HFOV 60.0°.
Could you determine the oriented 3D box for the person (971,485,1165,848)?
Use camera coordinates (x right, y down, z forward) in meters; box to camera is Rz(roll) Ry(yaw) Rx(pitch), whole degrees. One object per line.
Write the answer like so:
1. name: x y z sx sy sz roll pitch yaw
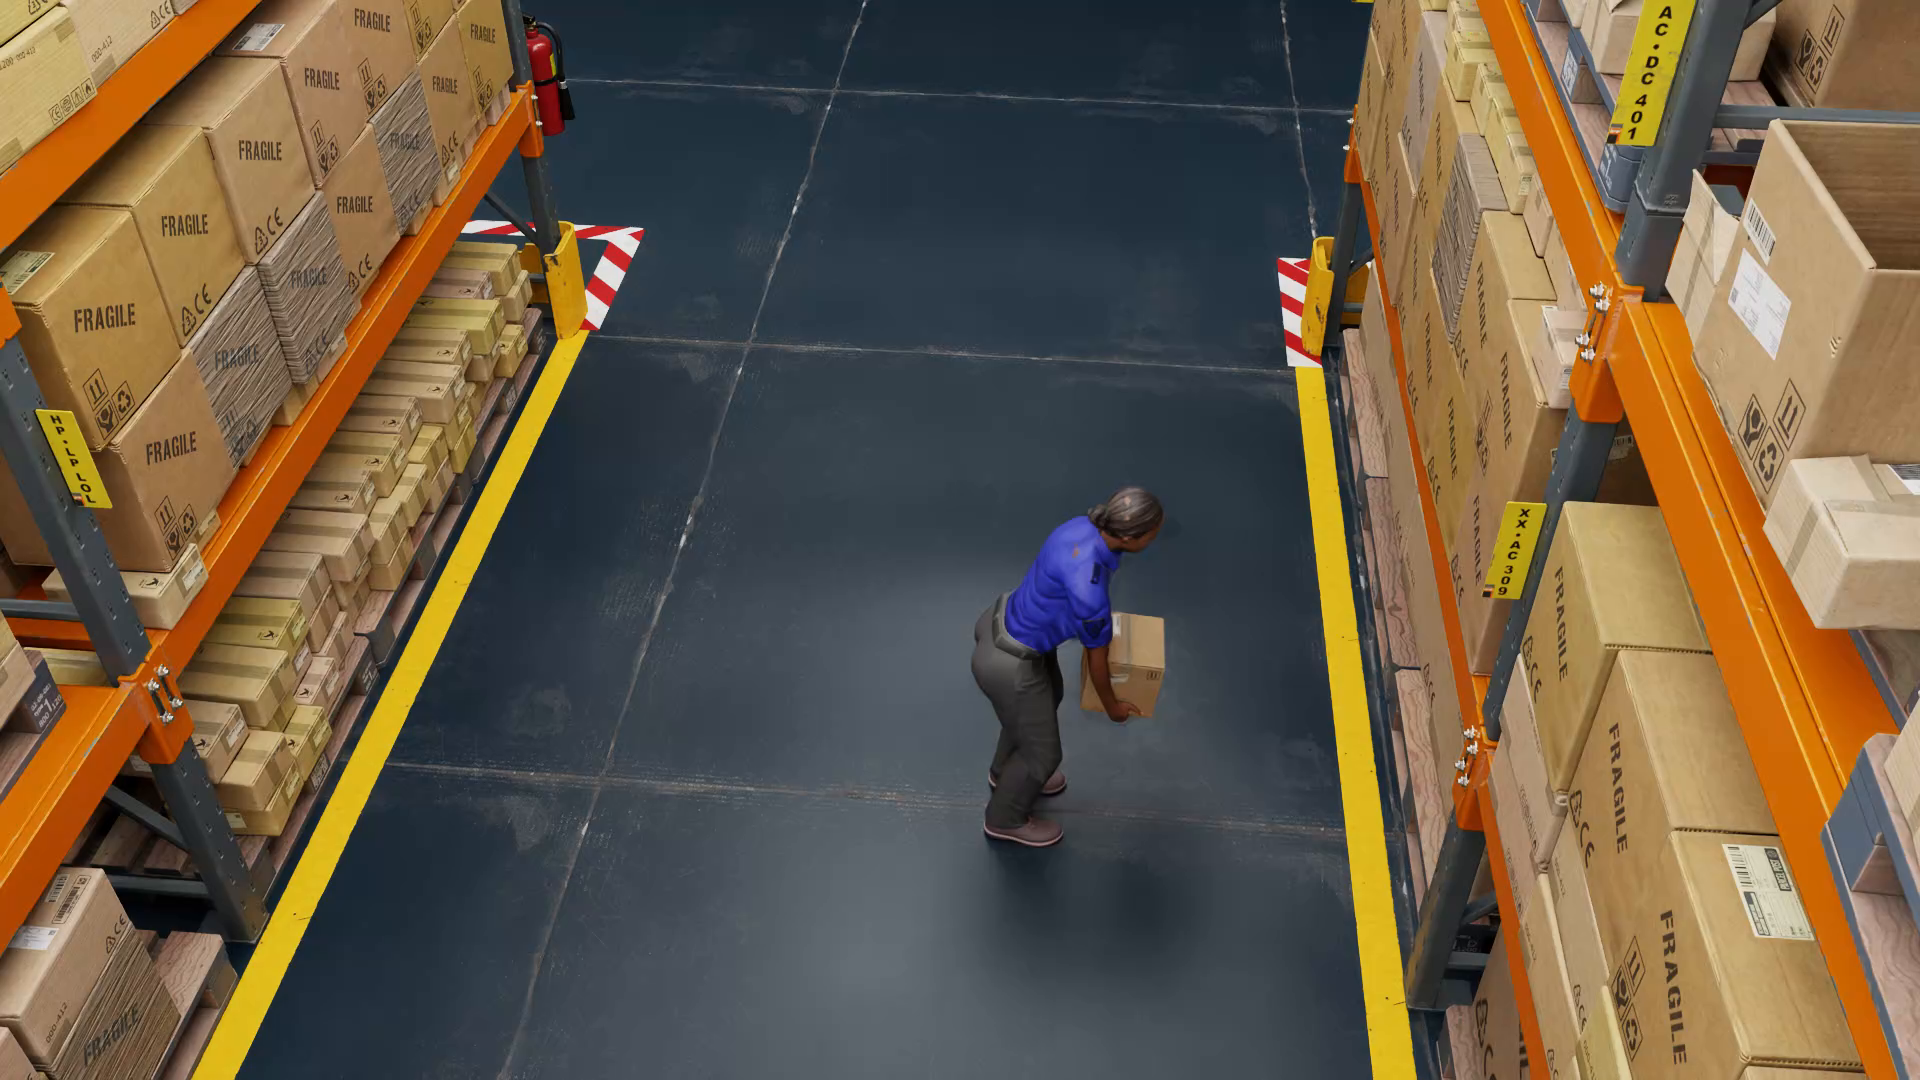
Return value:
1. person: 0.350 0.432 5.756 0.614 1.531 0.402 2 40 3
